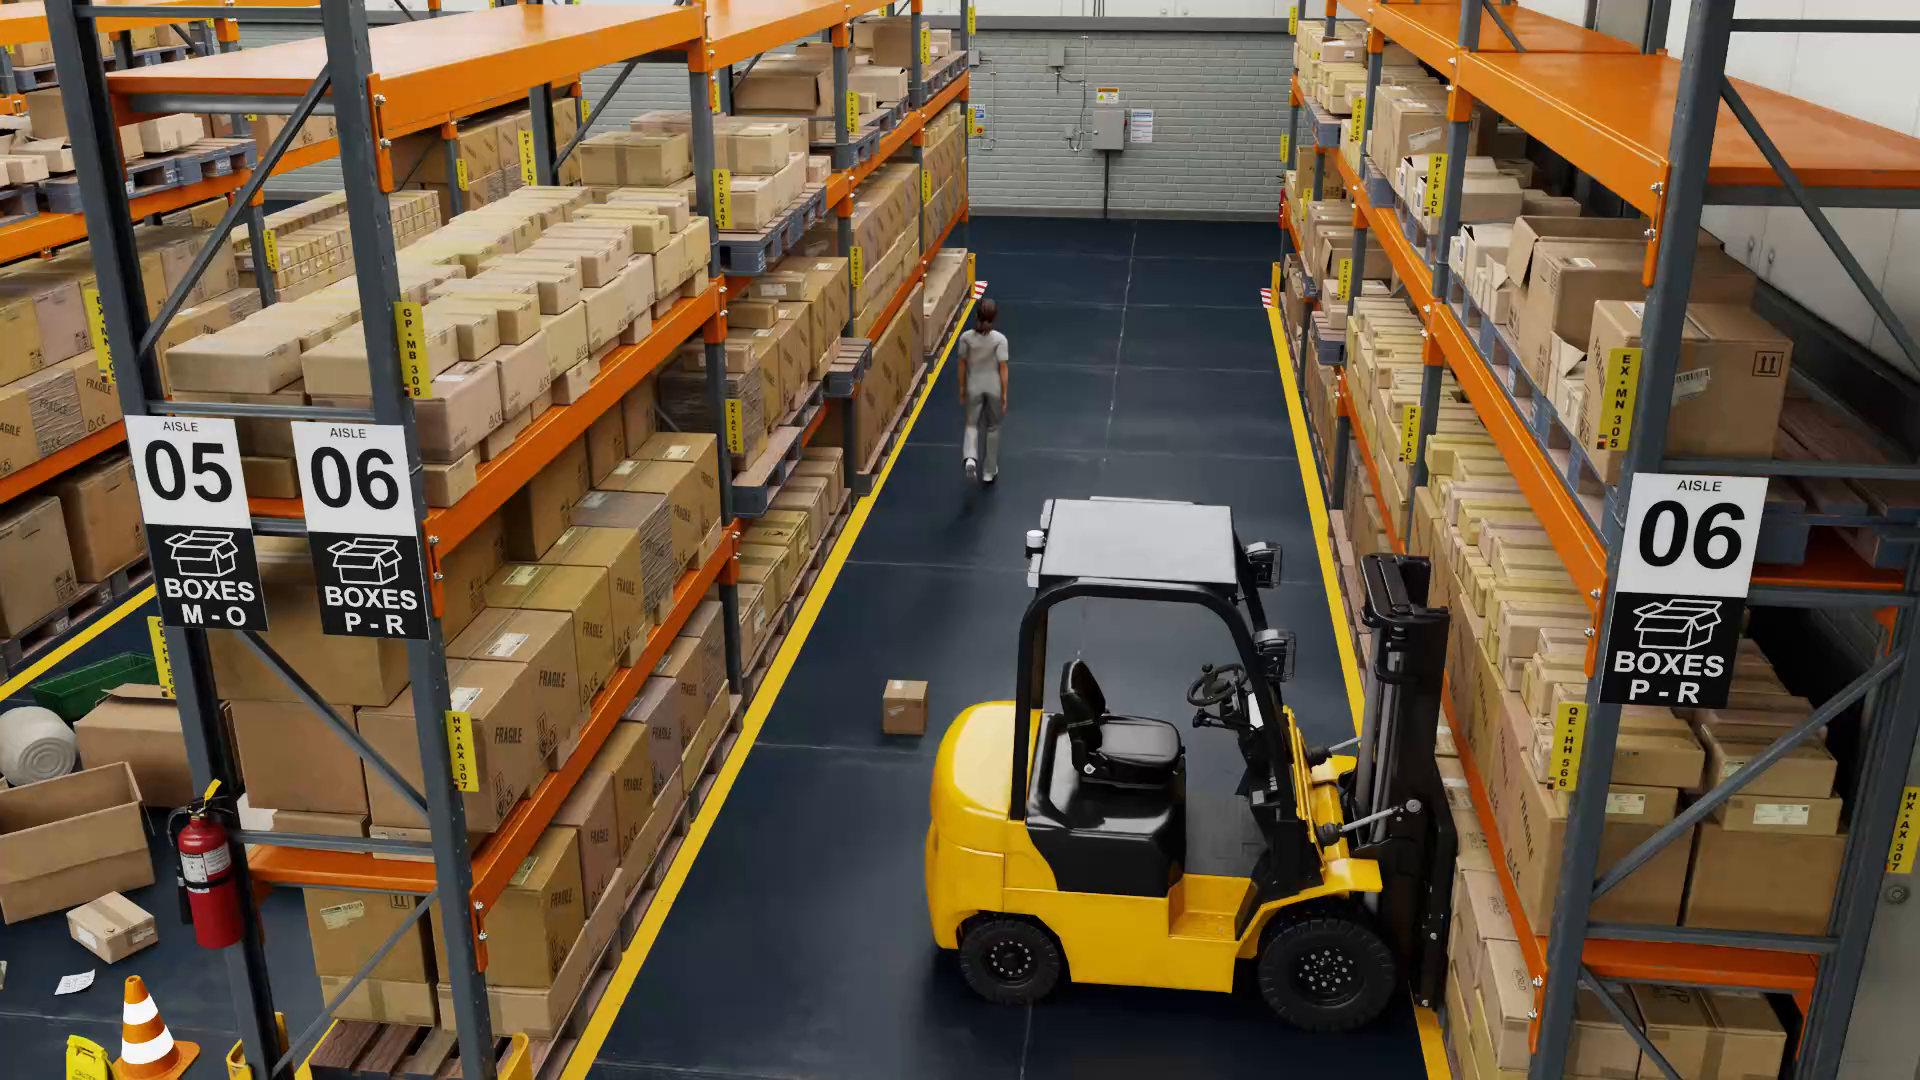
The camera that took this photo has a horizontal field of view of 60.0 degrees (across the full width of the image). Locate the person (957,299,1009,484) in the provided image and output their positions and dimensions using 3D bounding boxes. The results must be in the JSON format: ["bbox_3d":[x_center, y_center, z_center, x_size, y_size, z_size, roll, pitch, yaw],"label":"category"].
[{"bbox_3d":[0.193,-1.261,14.298,0.450,1.646,0.741,3,21,8],"label":"person"}]
